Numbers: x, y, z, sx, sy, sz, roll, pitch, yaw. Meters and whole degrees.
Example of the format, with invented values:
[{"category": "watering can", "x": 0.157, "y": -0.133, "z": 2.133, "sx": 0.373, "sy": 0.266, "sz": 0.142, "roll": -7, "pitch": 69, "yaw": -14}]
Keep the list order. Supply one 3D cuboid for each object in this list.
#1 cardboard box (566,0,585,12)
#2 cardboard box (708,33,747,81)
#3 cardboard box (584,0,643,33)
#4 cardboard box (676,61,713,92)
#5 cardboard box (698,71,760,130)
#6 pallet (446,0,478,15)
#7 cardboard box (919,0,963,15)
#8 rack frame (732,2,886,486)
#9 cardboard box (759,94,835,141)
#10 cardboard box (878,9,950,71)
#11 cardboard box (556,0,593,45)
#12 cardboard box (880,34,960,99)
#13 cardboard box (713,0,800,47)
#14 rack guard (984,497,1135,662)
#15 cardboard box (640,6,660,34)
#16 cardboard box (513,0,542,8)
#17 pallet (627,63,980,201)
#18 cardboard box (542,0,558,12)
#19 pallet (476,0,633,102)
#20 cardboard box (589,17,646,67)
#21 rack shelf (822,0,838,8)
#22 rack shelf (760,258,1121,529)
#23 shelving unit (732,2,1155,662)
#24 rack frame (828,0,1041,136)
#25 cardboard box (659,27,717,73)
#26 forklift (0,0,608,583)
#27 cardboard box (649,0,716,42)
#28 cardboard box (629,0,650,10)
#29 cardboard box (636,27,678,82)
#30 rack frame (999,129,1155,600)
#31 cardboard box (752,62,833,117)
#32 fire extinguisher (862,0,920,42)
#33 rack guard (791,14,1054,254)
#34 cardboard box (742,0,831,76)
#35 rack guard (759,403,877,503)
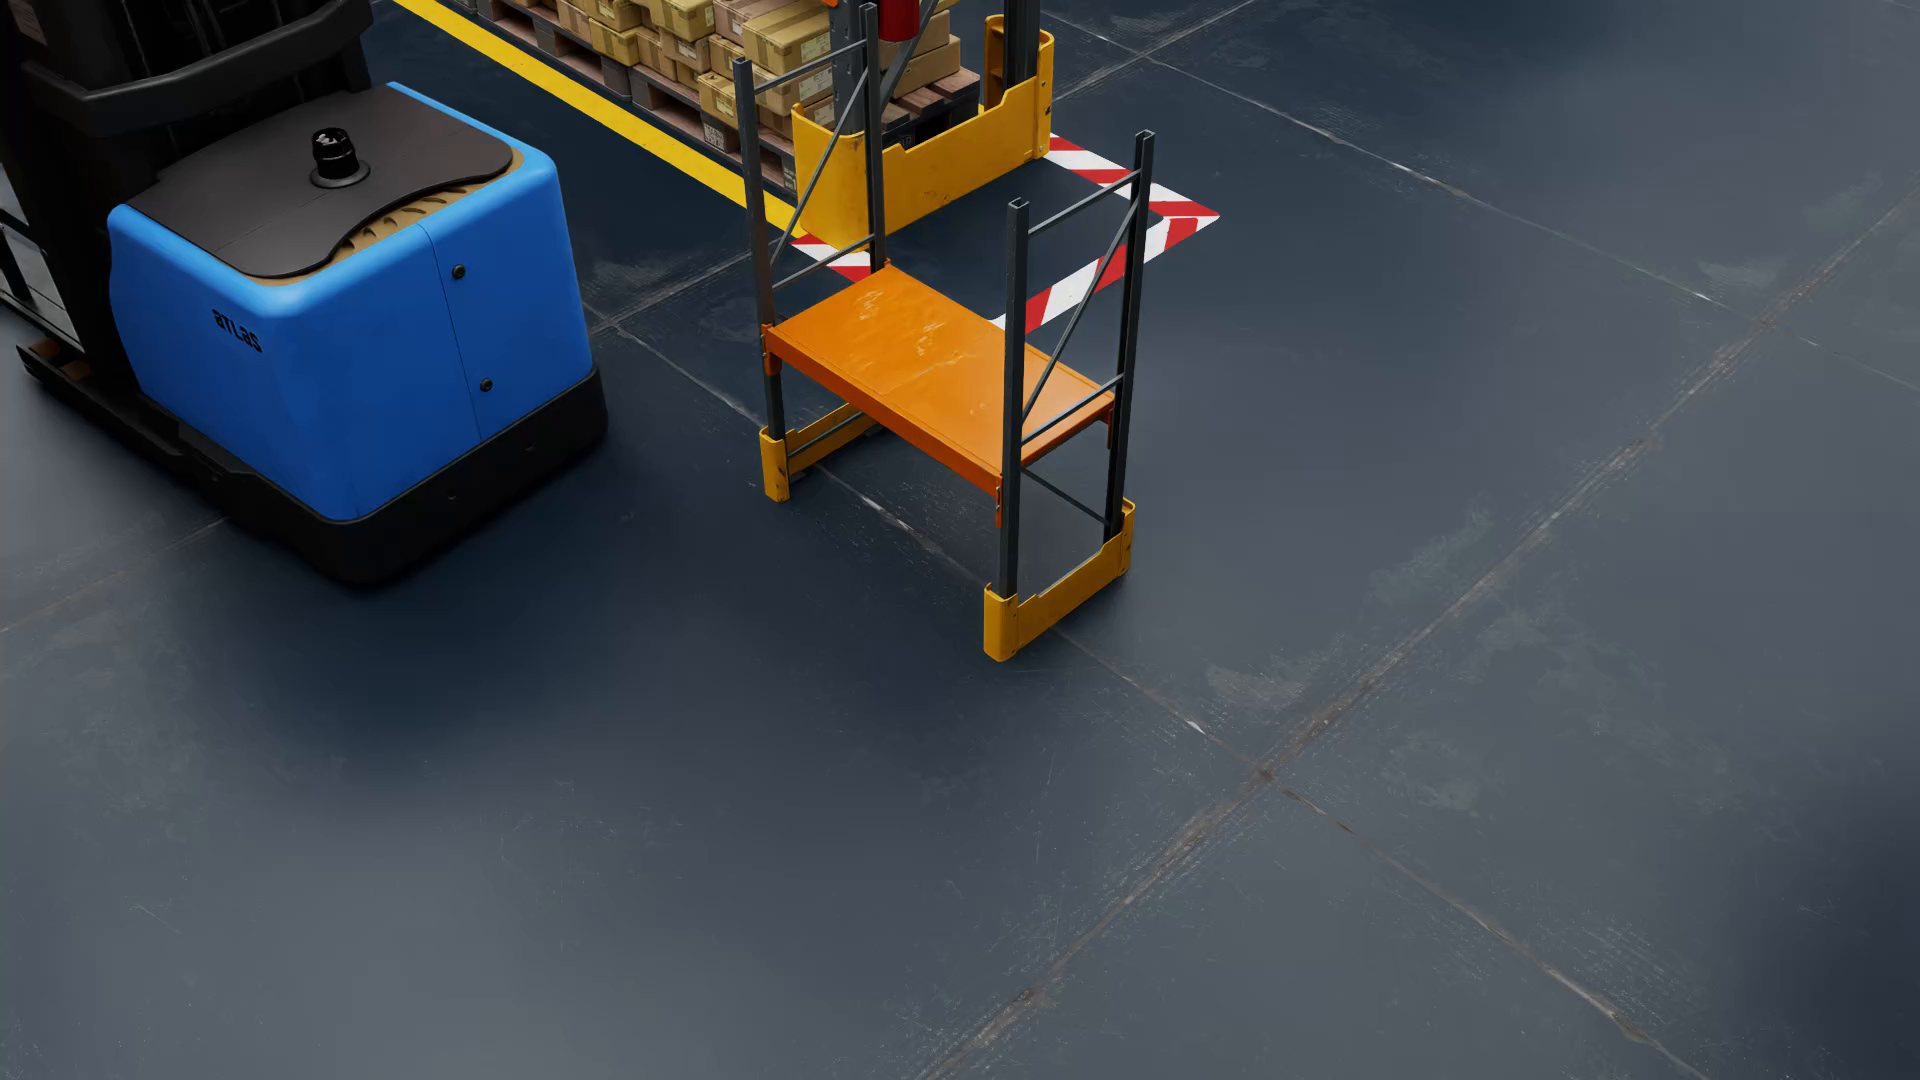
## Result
[{"category": "cardboard box", "x": -1.561, "y": -2.478, "z": 7.294, "sx": 0.380, "sy": 0.149, "sz": 0.250, "roll": -31, "pitch": 51, "yaw": -29}, {"category": "cardboard box", "x": -0.796, "y": -2.006, "z": 6.783, "sx": 0.250, "sy": 0.149, "sz": 0.380, "roll": 33, "pitch": 52, "yaw": 31}, {"category": "cardboard box", "x": -1.393, "y": -2.346, "z": 7.151, "sx": 0.380, "sy": 0.149, "sz": 0.250, "roll": -33, "pitch": 52, "yaw": -31}, {"category": "cardboard box", "x": -0.973, "y": -2.025, "z": 7.022, "sx": 0.250, "sy": 0.149, "sz": 0.380, "roll": 34, "pitch": 52, "yaw": 31}, {"category": "cardboard box", "x": -0.848, "y": -1.857, "z": 6.840, "sx": 0.380, "sy": 0.149, "sz": 0.250, "roll": -32, "pitch": 52, "yaw": -30}, {"category": "pallet", "x": -2.401, "y": -3.114, "z": 8.464, "sx": 1.003, "sy": 0.211, "sz": 1.213, "roll": -34, "pitch": 53, "yaw": -31}, {"category": "cardboard box", "x": -0.205, "y": -2.262, "z": 6.840, "sx": 0.250, "sy": 0.149, "sz": 0.380, "roll": 32, "pitch": 51, "yaw": 30}, {"category": "rack frame", "x": -0.419, "y": -0.836, "z": 5.050, "sx": 0.500, "sy": 1.500, "sz": 0.032, "roll": -34, "pitch": 53, "yaw": -31}, {"category": "cardboard box", "x": -0.595, "y": -1.782, "z": 6.759, "sx": 0.380, "sy": 0.149, "sz": 0.250, "roll": -33, "pitch": 52, "yaw": -31}, {"category": "cardboard box", "x": -0.263, "y": -2.113, "z": 6.898, "sx": 0.380, "sy": 0.149, "sz": 0.250, "roll": -32, "pitch": 51, "yaw": -30}, {"category": "cardboard box", "x": -1.560, "y": -2.371, "z": 7.397, "sx": 0.380, "sy": 0.149, "sz": 0.250, "roll": -33, "pitch": 52, "yaw": -31}, {"category": "cardboard box", "x": -0.219, "y": -2.034, "z": 7.032, "sx": 0.380, "sy": 0.149, "sz": 0.250, "roll": -33, "pitch": 52, "yaw": -31}, {"category": "cardboard box", "x": -0.765, "y": -2.128, "z": 6.696, "sx": 0.380, "sy": 0.149, "sz": 0.250, "roll": -33, "pitch": 52, "yaw": -31}, {"category": "rack guard", "x": 0.298, "y": 0.111, "z": 4.946, "sx": 0.587, "sy": 0.250, "sz": 0.087, "roll": -34, "pitch": 53, "yaw": -31}, {"category": "cardboard box", "x": -1.135, "y": -2.282, "z": 7.081, "sx": 0.250, "sy": 0.149, "sz": 0.380, "roll": 34, "pitch": 52, "yaw": 31}, {"category": "cardboard box", "x": -1.925, "y": -2.618, "z": 7.664, "sx": 0.250, "sy": 0.149, "sz": 0.380, "roll": 33, "pitch": 52, "yaw": 30}, {"category": "pallet", "x": -0.678, "y": -1.941, "z": 7.195, "sx": 1.003, "sy": 0.211, "sz": 1.213, "roll": -34, "pitch": 53, "yaw": -31}, {"category": "cardboard box", "x": -1.686, "y": -2.528, "z": 7.567, "sx": 0.380, "sy": 0.149, "sz": 0.250, "roll": -33, "pitch": 52, "yaw": -30}, {"category": "pallet", "x": -1.535, "y": -2.527, "z": 7.829, "sx": 1.003, "sy": 0.211, "sz": 1.213, "roll": -34, "pitch": 53, "yaw": -31}, {"category": "cardboard box", "x": -1.382, "y": -2.230, "z": 7.244, "sx": 0.250, "sy": 0.149, "sz": 0.380, "roll": 32, "pitch": 51, "yaw": 30}, {"category": "rack shelf", "x": -1.488, "y": -3.218, "z": 7.053, "sx": 1.077, "sy": 0.370, "sz": 4.000, "roll": -34, "pitch": 53, "yaw": -31}, {"category": "rack shelf", "x": -0.060, "y": -0.460, "z": 4.907, "sx": 0.538, "sy": 0.185, "sz": 1.000, "roll": -34, "pitch": 53, "yaw": -31}, {"category": "shelving unit", "x": -0.054, "y": -0.587, "z": 4.781, "sx": 0.587, "sy": 1.500, "sz": 1.083, "roll": -34, "pitch": 53, "yaw": -31}, {"category": "rack frame", "x": -0.075, "y": -2.521, "z": 5.768, "sx": 1.000, "sy": 3.000, "sz": 0.127, "roll": -34, "pitch": 53, "yaw": -31}, {"category": "cardboard box", "x": -1.018, "y": -2.103, "z": 6.888, "sx": 0.250, "sy": 0.149, "sz": 0.380, "roll": 32, "pitch": 52, "yaw": 30}, {"category": "forklift", "x": -2.644, "y": -1.784, "z": 5.021, "sx": 3.031, "sy": 2.935, "sz": 1.130, "roll": 28, "pitch": 50, "yaw": 27}, {"category": "cardboard box", "x": -1.038, "y": -2.192, "z": 6.765, "sx": 0.250, "sy": 0.149, "sz": 0.380, "roll": 33, "pitch": 52, "yaw": 31}, {"category": "cardboard box", "x": -1.176, "y": -2.347, "z": 6.932, "sx": 0.250, "sy": 0.149, "sz": 0.380, "roll": 32, "pitch": 52, "yaw": 30}, {"category": "cardboard box", "x": -1.157, "y": -2.137, "z": 7.144, "sx": 0.380, "sy": 0.149, "sz": 0.250, "roll": -34, "pitch": 52, "yaw": -31}, {"category": "rack frame", "x": 0.299, "y": -0.348, "z": 4.521, "sx": 0.500, "sy": 1.500, "sz": 0.032, "roll": -34, "pitch": 53, "yaw": -31}, {"category": "cardboard box", "x": -0.650, "y": -1.855, "z": 6.619, "sx": 0.250, "sy": 0.149, "sz": 0.380, "roll": 33, "pitch": 52, "yaw": 30}, {"category": "fire extinguisher", "x": -0.224, "y": -2.014, "z": 5.551, "sx": 0.296, "sy": 0.674, "sz": 0.183, "roll": -34, "pitch": 53, "yaw": -31}, {"category": "rack guard", "x": -0.129, "y": -1.640, "z": 6.656, "sx": 1.175, "sy": 0.500, "sz": 0.348, "roll": -34, "pitch": 53, "yaw": -31}, {"category": "cardboard box", "x": -0.628, "y": -1.980, "z": 6.535, "sx": 0.380, "sy": 0.149, "sz": 0.250, "roll": -33, "pitch": 52, "yaw": -31}, {"category": "rack guard", "x": -0.406, "y": -0.368, "z": 5.464, "sx": 0.587, "sy": 0.250, "sz": 0.087, "roll": -34, "pitch": 53, "yaw": -31}]
